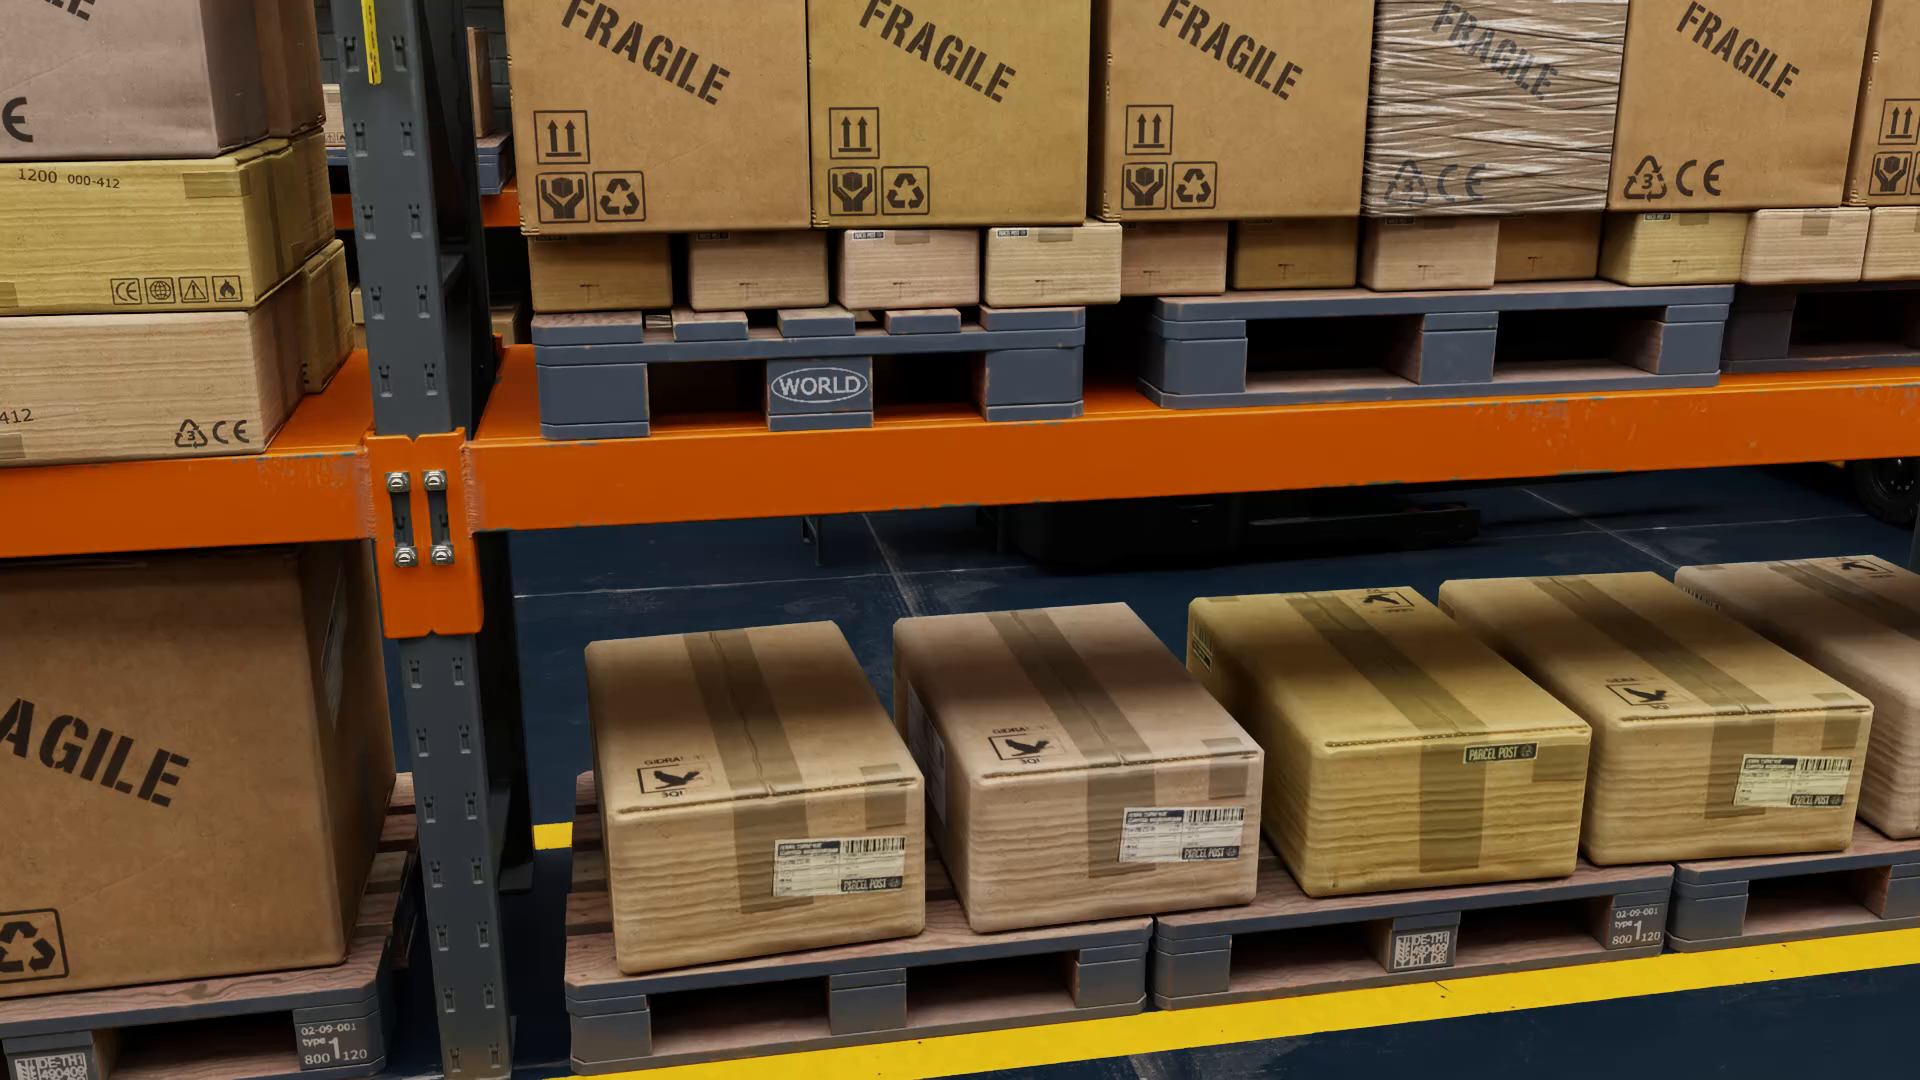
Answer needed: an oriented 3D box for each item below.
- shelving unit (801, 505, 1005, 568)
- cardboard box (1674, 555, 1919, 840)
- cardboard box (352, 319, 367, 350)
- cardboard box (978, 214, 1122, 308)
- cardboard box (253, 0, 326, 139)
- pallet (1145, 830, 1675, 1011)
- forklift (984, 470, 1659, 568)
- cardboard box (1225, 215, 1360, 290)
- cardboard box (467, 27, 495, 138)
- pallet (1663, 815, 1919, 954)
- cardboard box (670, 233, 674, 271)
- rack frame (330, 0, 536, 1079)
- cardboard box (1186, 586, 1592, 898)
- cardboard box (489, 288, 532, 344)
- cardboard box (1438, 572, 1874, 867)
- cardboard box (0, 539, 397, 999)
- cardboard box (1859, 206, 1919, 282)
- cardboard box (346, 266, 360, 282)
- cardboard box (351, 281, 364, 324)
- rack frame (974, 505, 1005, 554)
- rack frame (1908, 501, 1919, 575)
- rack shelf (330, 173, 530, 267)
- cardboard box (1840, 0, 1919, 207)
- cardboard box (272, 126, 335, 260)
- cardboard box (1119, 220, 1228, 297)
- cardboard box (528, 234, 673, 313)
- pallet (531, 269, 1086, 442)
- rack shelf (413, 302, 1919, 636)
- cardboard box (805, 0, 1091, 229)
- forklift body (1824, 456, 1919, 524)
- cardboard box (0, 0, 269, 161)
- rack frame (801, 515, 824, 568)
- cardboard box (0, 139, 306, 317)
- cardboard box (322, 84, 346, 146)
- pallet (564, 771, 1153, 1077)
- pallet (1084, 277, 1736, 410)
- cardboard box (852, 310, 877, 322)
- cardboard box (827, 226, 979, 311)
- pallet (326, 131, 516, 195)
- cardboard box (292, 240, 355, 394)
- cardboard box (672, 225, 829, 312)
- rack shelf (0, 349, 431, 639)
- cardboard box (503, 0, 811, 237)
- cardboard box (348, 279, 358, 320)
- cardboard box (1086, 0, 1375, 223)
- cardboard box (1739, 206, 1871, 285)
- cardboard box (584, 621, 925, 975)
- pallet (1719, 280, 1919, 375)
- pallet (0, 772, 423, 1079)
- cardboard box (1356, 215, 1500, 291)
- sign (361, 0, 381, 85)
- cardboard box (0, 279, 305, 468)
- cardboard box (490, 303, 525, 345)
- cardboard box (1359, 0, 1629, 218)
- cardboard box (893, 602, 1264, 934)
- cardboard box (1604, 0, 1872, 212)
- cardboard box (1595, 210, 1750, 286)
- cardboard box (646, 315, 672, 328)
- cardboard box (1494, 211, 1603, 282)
[{"bbox_3d":[-0.235,-0.693,6.514,0.755,1.500,0.431,-4,18,-14],"label":"shelving unit"},{"bbox_3d":[2.365,0.367,4.267,0.625,0.372,0.950,-3,17,-10],"label":"cardboard box"},{"bbox_3d":[-2.861,-0.821,7.919,0.500,0.500,0.500,-4,17,-11],"label":"cardboard box"},{"bbox_3d":[0.142,-0.558,3.231,0.250,0.149,0.380,-3,17,-10],"label":"cardboard box"},{"bbox_3d":[-1.578,-1.064,3.294,0.500,0.500,0.500,-4,17,-12],"label":"cardboard box"},{"bbox_3d":[0.915,0.728,4.083,1.213,0.211,1.003,-3,17,-10],"label":"pallet"},{"bbox_3d":[1.615,-1.509,6.732,3.031,2.935,1.130,-4,18,-14],"label":"forklift"},{"bbox_3d":[0.634,-0.621,3.436,0.250,0.149,0.380,-3,17,-8],"label":"cardboard box"},{"bbox_3d":[-2.528,-2.191,7.950,0.500,0.500,0.500,-2,17,-8],"label":"cardboard box"},{"bbox_3d":[2.116,0.659,4.307,1.213,0.211,1.003,-3,17,-10],"label":"pallet"},{"bbox_3d":[-0.521,-0.698,3.687,0.250,0.149,0.380,-3,17,-10],"label":"cardboard box"},{"bbox_3d":[-1.048,-0.495,3.315,0.127,3.000,1.000,-3,17,-10],"label":"rack frame"},{"bbox_3d":[0.978,0.448,4.006,0.625,0.372,0.950,-3,17,-9],"label":"cardboard box"},{"bbox_3d":[-2.460,-0.989,8.465,0.500,0.500,0.500,-3,17,-8],"label":"cardboard box"},{"bbox_3d":[1.660,0.408,4.134,0.625,0.372,0.950,-2,17,-7],"label":"cardboard box"},{"bbox_3d":[-1.742,0.334,3.518,0.875,0.875,0.875,-3,17,-11],"label":"cardboard box"},{"bbox_3d":[1.918,-0.656,3.552,0.250,0.149,0.380,-4,17,-11],"label":"cardboard box"},{"bbox_3d":[-3.059,-1.259,8.238,0.250,0.149,0.380,-3,17,-10],"label":"cardboard box"},{"bbox_3d":[-2.692,-1.117,7.777,0.250,0.149,0.380,-4,18,-13],"label":"cardboard box"},{"bbox_3d":[0.120,-0.720,6.600,0.023,1.500,0.400,-4,18,-14],"label":"rack frame"},{"bbox_3d":[2.880,-0.718,4.040,0.127,3.000,1.000,-3,17,-10],"label":"rack frame"},{"bbox_3d":[-3.957,-1.471,7.716,4.000,0.370,1.077,-3,17,-10],"label":"rack shelf"},{"bbox_3d":[1.983,-0.989,3.530,0.500,0.500,0.500,-3,17,-10],"label":"cardboard box"},{"bbox_3d":[-1.592,-0.705,3.404,0.500,0.250,0.500,-3,17,-11],"label":"cardboard box"},{"bbox_3d":[0.364,-0.594,3.348,0.250,0.149,0.380,-2,17,-7],"label":"cardboard box"},{"bbox_3d":[-0.693,-0.540,3.175,0.250,0.149,0.380,-4,18,-14],"label":"cardboard box"},{"bbox_3d":[-0.368,-0.474,3.572,1.003,0.211,1.213,-3,17,-10],"label":"pallet"},{"bbox_3d":[0.916,-0.263,3.783,4.000,0.370,1.077,-3,17,-10],"label":"rack shelf"},{"bbox_3d":[-0.052,-0.875,3.161,0.500,0.500,0.500,-2,17,-8],"label":"cardboard box"},{"bbox_3d":[4.346,-1.334,7.492,1.214,2.155,2.313,-3,17,-10],"label":"forklift body"},{"bbox_3d":[-1.506,-0.917,2.814,0.500,0.500,0.500,-4,17,-12],"label":"cardboard box"},{"bbox_3d":[-0.589,-0.666,6.427,0.023,1.500,0.400,-4,18,-14],"label":"rack frame"},{"bbox_3d":[-1.475,-0.562,2.937,0.500,0.250,0.500,-3,17,-11],"label":"cardboard box"},{"bbox_3d":[-2.967,-1.903,7.438,0.500,0.250,0.500,-4,18,-13],"label":"cardboard box"},{"bbox_3d":[-0.280,0.795,3.865,1.213,0.211,1.003,-3,17,-10],"label":"pallet"},{"bbox_3d":[0.888,-0.526,3.741,1.213,0.211,1.003,-3,17,-10],"label":"pallet"},{"bbox_3d":[-0.738,-1.061,8.486,0.625,0.625,0.875,-3,17,-9],"label":"cardboard box"},{"bbox_3d":[-0.132,-0.548,3.201,0.250,0.149,0.380,-4,18,-14],"label":"cardboard box"},{"bbox_3d":[-2.645,-1.776,7.812,1.003,0.211,1.213,-3,17,-10],"label":"pallet"},{"bbox_3d":[-1.576,-0.469,3.484,0.500,0.250,0.500,-4,17,-11],"label":"cardboard box"},{"bbox_3d":[-0.409,-0.546,3.194,0.250,0.149,0.380,-4,18,-14],"label":"cardboard box"},{"bbox_3d":[-3.011,-0.040,3.058,4.000,0.370,1.077,-3,17,-10],"label":"rack shelf"},{"bbox_3d":[-0.562,-0.844,3.059,0.500,0.500,0.500,-4,17,-12],"label":"cardboard box"},{"bbox_3d":[-2.959,-1.115,7.771,0.250,0.149,0.380,-4,17,-12],"label":"cardboard box"},{"bbox_3d":[0.469,-0.907,3.263,0.500,0.500,0.500,-3,17,-10],"label":"cardboard box"},{"bbox_3d":[1.669,-0.641,3.502,0.250,0.149,0.380,-3,17,-10],"label":"cardboard box"},{"bbox_3d":[-0.491,0.532,3.732,0.625,0.372,0.950,-4,18,-14],"label":"cardboard box"},{"bbox_3d":[2.102,-0.626,4.067,1.213,0.211,1.003,-3,17,-10],"label":"pallet"},{"bbox_3d":[-1.836,0.860,3.652,1.213,0.211,1.003,-3,17,-10],"label":"pallet"},{"bbox_3d":[0.903,-0.616,3.422,0.250,0.149,0.380,-3,17,-9],"label":"cardboard box"},{"bbox_3d":[-0.939,-0.889,2.625,0.005,0.325,0.100,-3,17,-10],"label":"sign"},{"bbox_3d":[-1.495,-0.320,3.002,0.500,0.250,0.500,-4,17,-12],"label":"cardboard box"},{"bbox_3d":[-2.367,-0.846,8.000,0.500,0.500,0.500,-3,17,-9],"label":"cardboard box"},{"bbox_3d":[0.961,-0.932,3.347,0.500,0.500,0.500,-4,18,-13],"label":"cardboard box"},{"bbox_3d":[0.232,0.488,3.874,0.625,0.372,0.950,-4,17,-12],"label":"cardboard box"},{"bbox_3d":[1.475,-0.962,3.442,0.500,0.500,0.500,-3,17,-9],"label":"cardboard box"},{"bbox_3d":[1.423,-0.638,3.492,0.250,0.149,0.380,-3,17,-10],"label":"cardboard box"},{"bbox_3d":[-1.378,-1.022,8.360,0.625,0.625,0.875,-3,17,-9],"label":"cardboard box"},{"bbox_3d":[1.144,-0.653,3.540,0.250,0.149,0.380,-4,17,-12],"label":"cardboard box"}]
